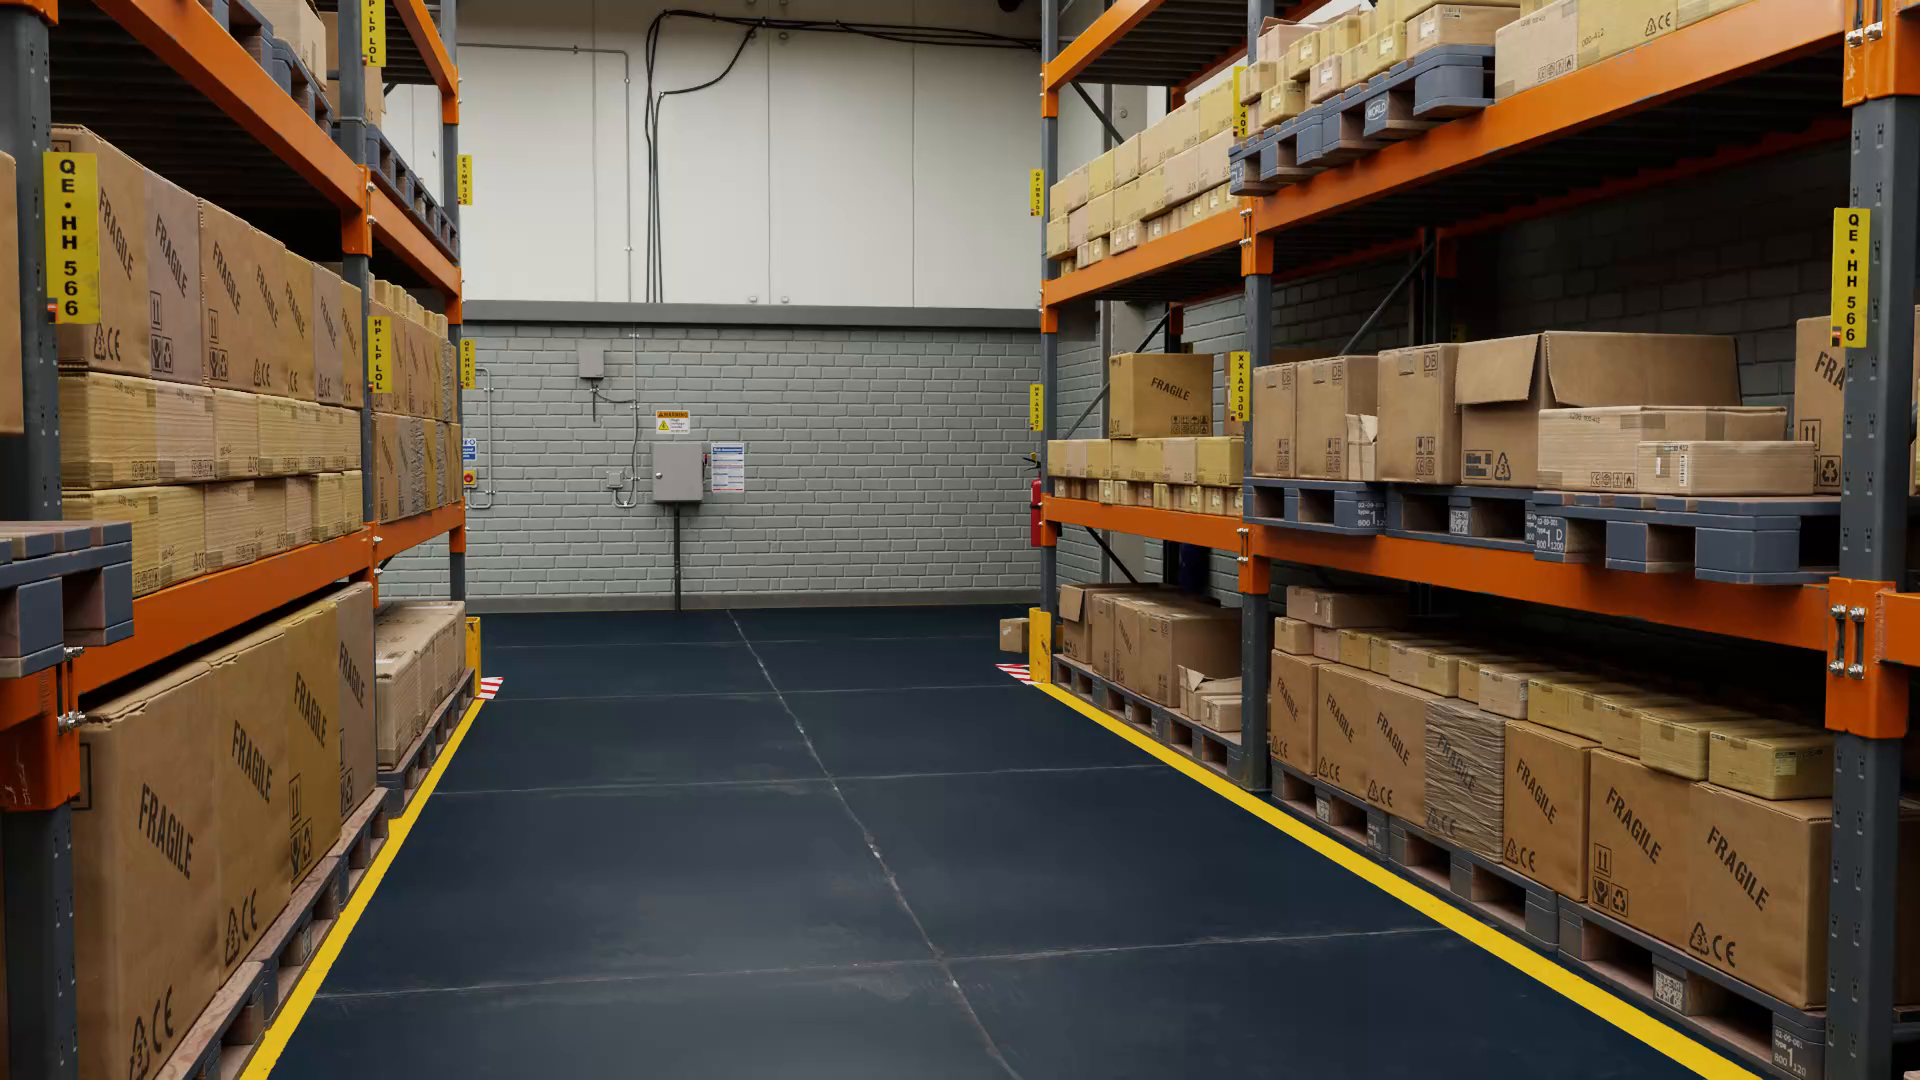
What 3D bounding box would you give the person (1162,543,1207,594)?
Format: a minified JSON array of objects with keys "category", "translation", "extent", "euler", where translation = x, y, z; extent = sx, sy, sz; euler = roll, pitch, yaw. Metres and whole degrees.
[{"category":"person","translation":[1.800,0.116,13.044],"extent":[0.364,1.632,0.473],"euler":[2,4,31]}]
